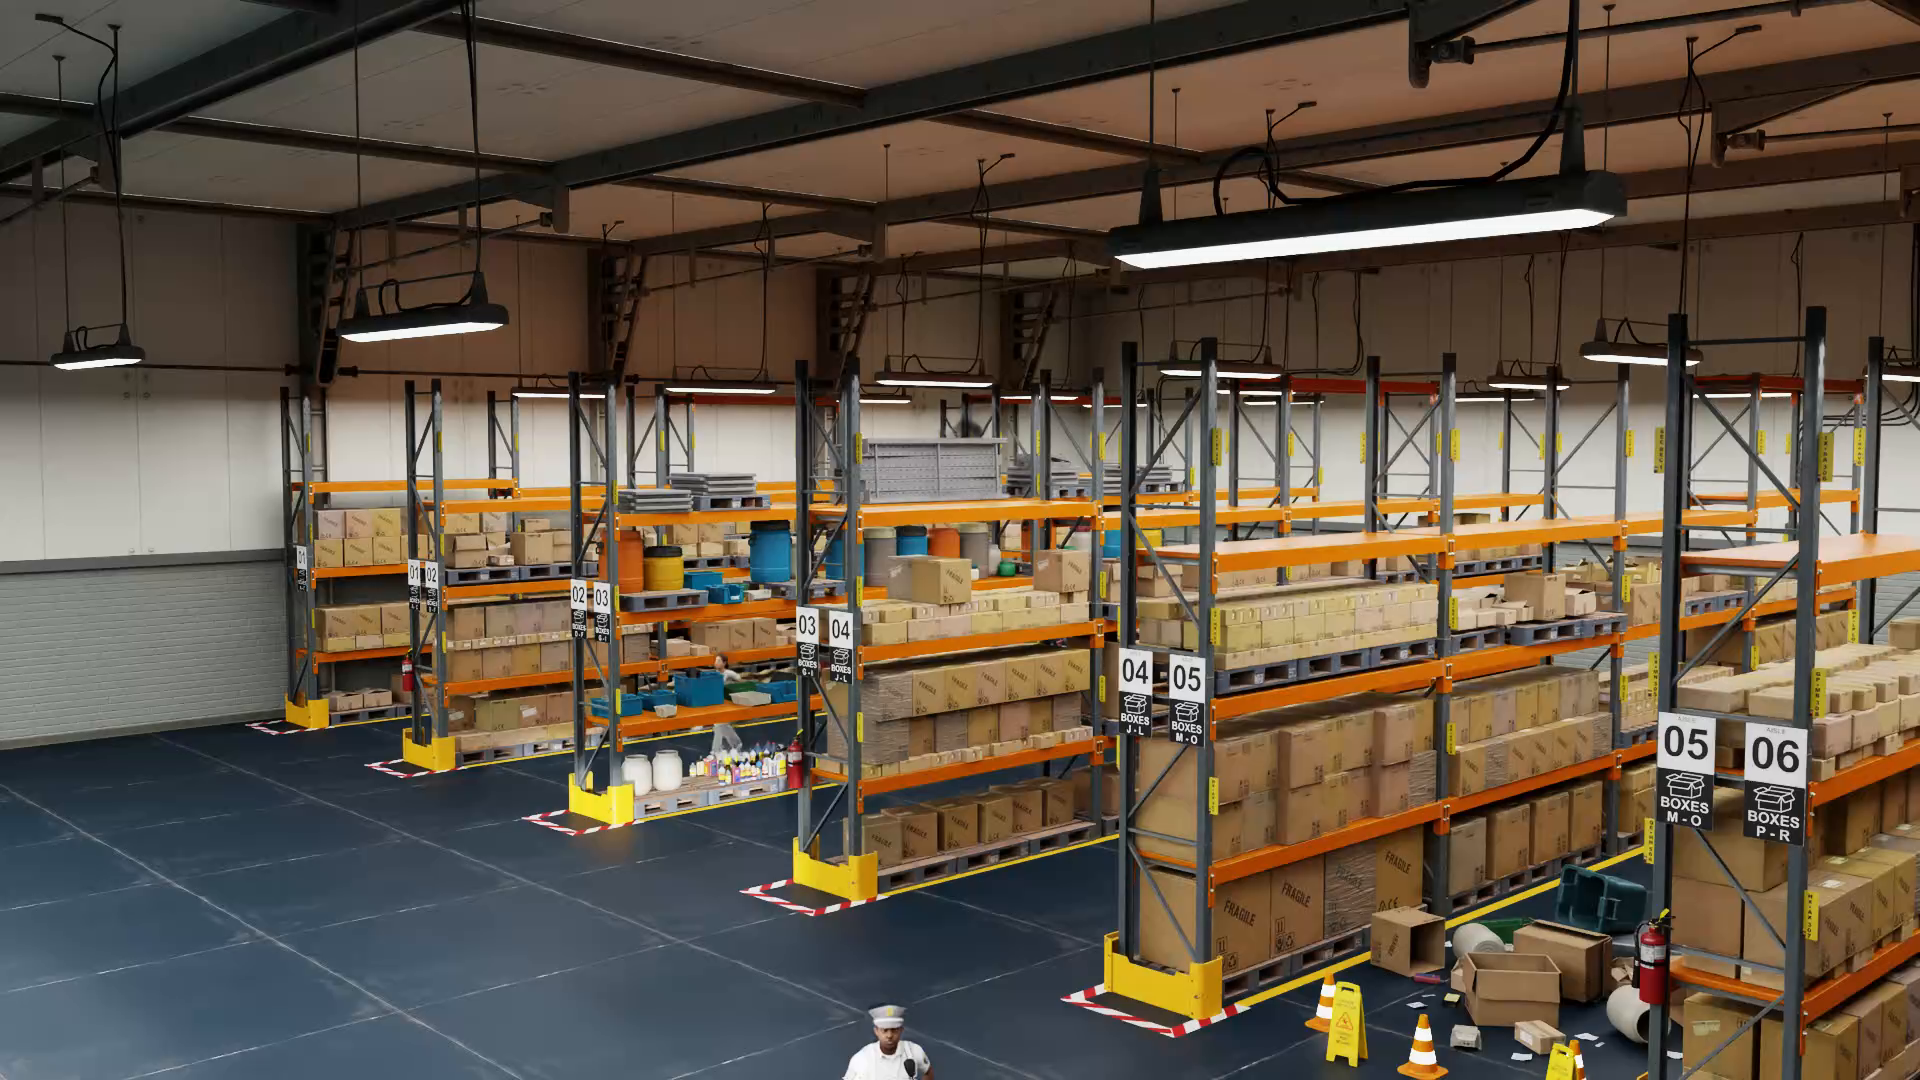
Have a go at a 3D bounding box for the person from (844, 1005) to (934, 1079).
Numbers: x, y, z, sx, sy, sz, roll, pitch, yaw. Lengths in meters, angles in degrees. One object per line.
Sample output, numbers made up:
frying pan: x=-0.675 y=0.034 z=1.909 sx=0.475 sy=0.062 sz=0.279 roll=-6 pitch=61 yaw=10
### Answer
person: x=-0.441 y=3.642 z=10.180 sx=0.609 sy=1.686 sz=0.907 roll=-1 pitch=4 yaw=-8

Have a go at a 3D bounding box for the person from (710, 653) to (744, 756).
person: x=-3.726 y=2.640 z=26.239 sx=0.566 sy=1.721 sz=0.831 roll=3 pitch=5 yaw=39
